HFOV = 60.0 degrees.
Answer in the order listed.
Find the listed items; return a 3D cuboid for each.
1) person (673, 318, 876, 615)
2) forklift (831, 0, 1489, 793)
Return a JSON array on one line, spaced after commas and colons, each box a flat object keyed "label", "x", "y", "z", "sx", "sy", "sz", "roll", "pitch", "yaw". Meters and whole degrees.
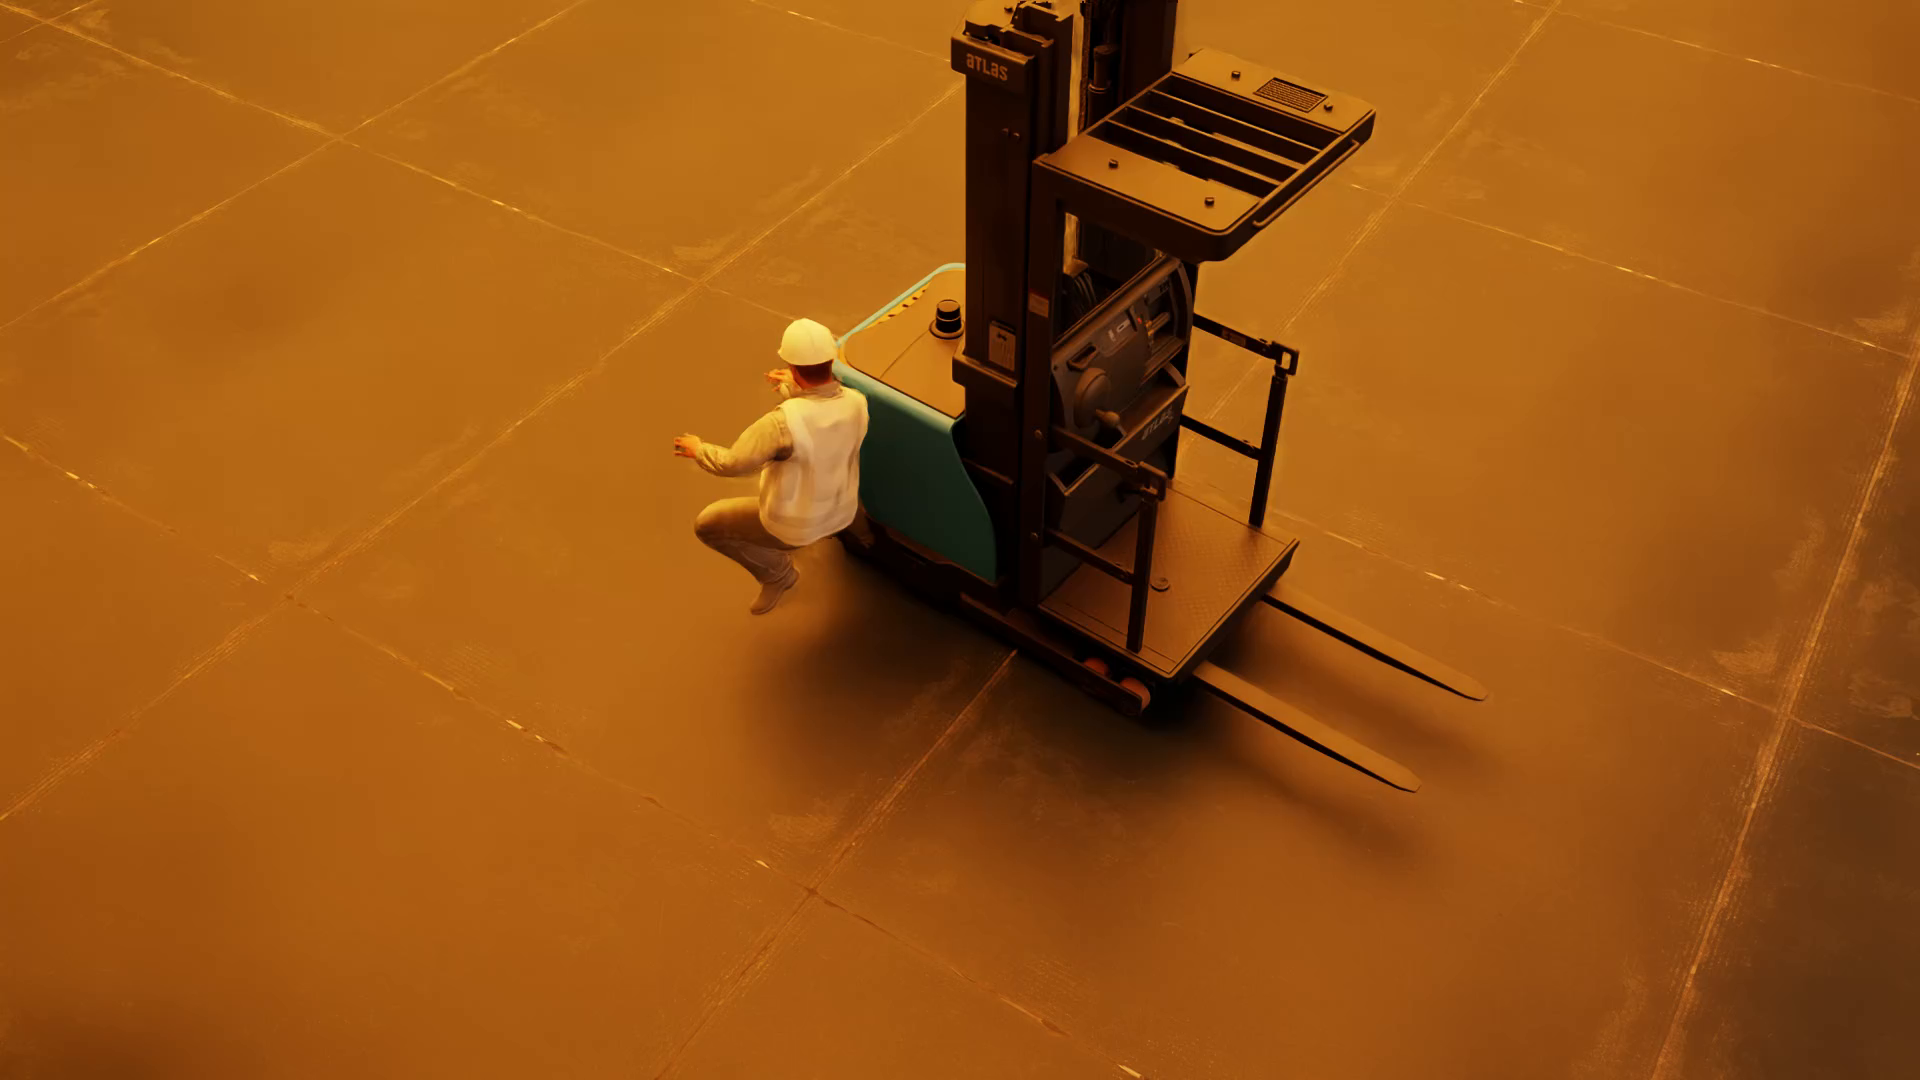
[{"label": "person", "x": -0.724, "y": -0.340, "z": 7.138, "sx": 0.906, "sy": 1.507, "sz": 0.788, "roll": -28, "pitch": 50, "yaw": -26}, {"label": "forklift", "x": 0.826, "y": -0.725, "z": 6.613, "sx": 3.031, "sy": 2.935, "sz": 1.130, "roll": 28, "pitch": 50, "yaw": 27}]
